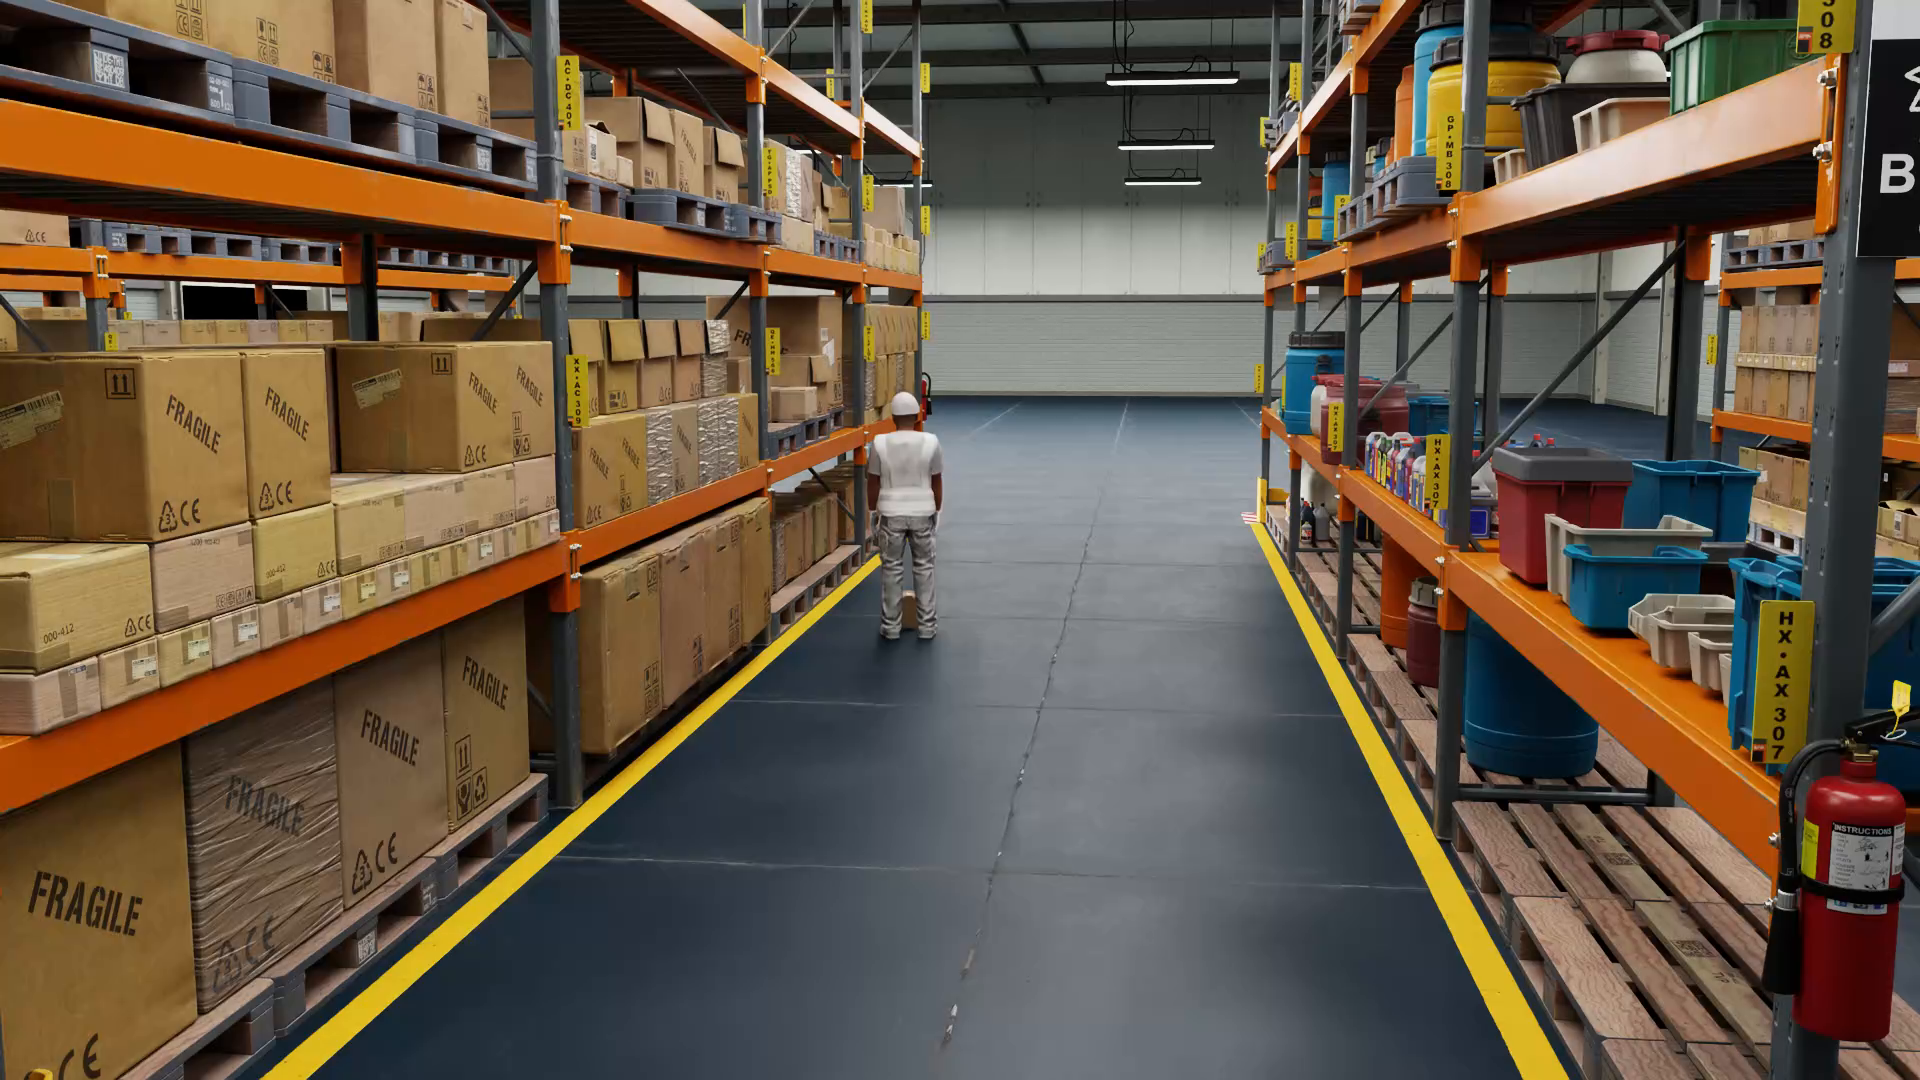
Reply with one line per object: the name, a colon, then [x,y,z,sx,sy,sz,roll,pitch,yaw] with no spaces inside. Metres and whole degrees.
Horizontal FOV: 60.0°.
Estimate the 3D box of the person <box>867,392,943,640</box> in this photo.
person: [-0.399,-0.175,12.032,0.548,1.785,0.357,0,8,-4]
